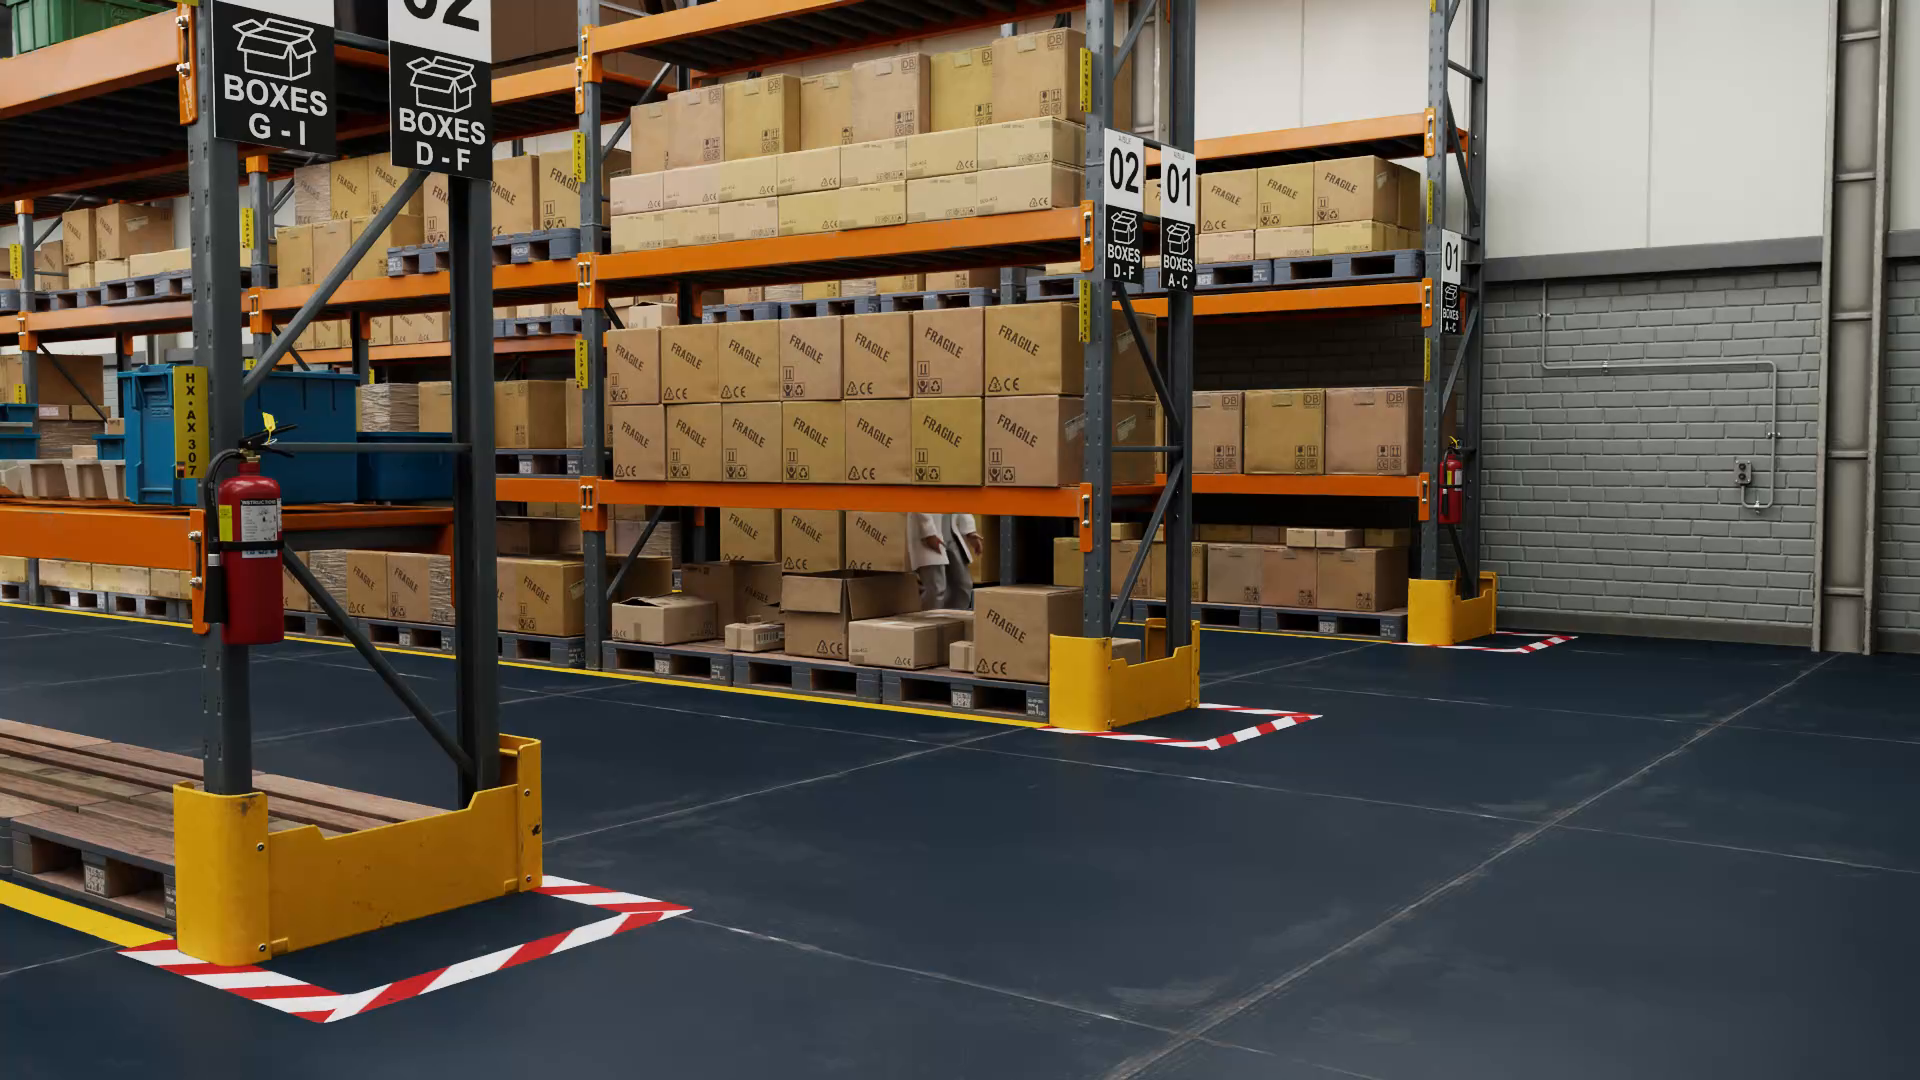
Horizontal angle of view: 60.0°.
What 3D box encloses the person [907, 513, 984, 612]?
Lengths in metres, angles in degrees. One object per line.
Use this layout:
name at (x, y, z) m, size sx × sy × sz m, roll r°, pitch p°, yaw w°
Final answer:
person at (-0.130, 0.000, 12.076) m, size 0.448 × 1.715 × 0.595 m, roll 3°, pitch 4°, yaw 41°
